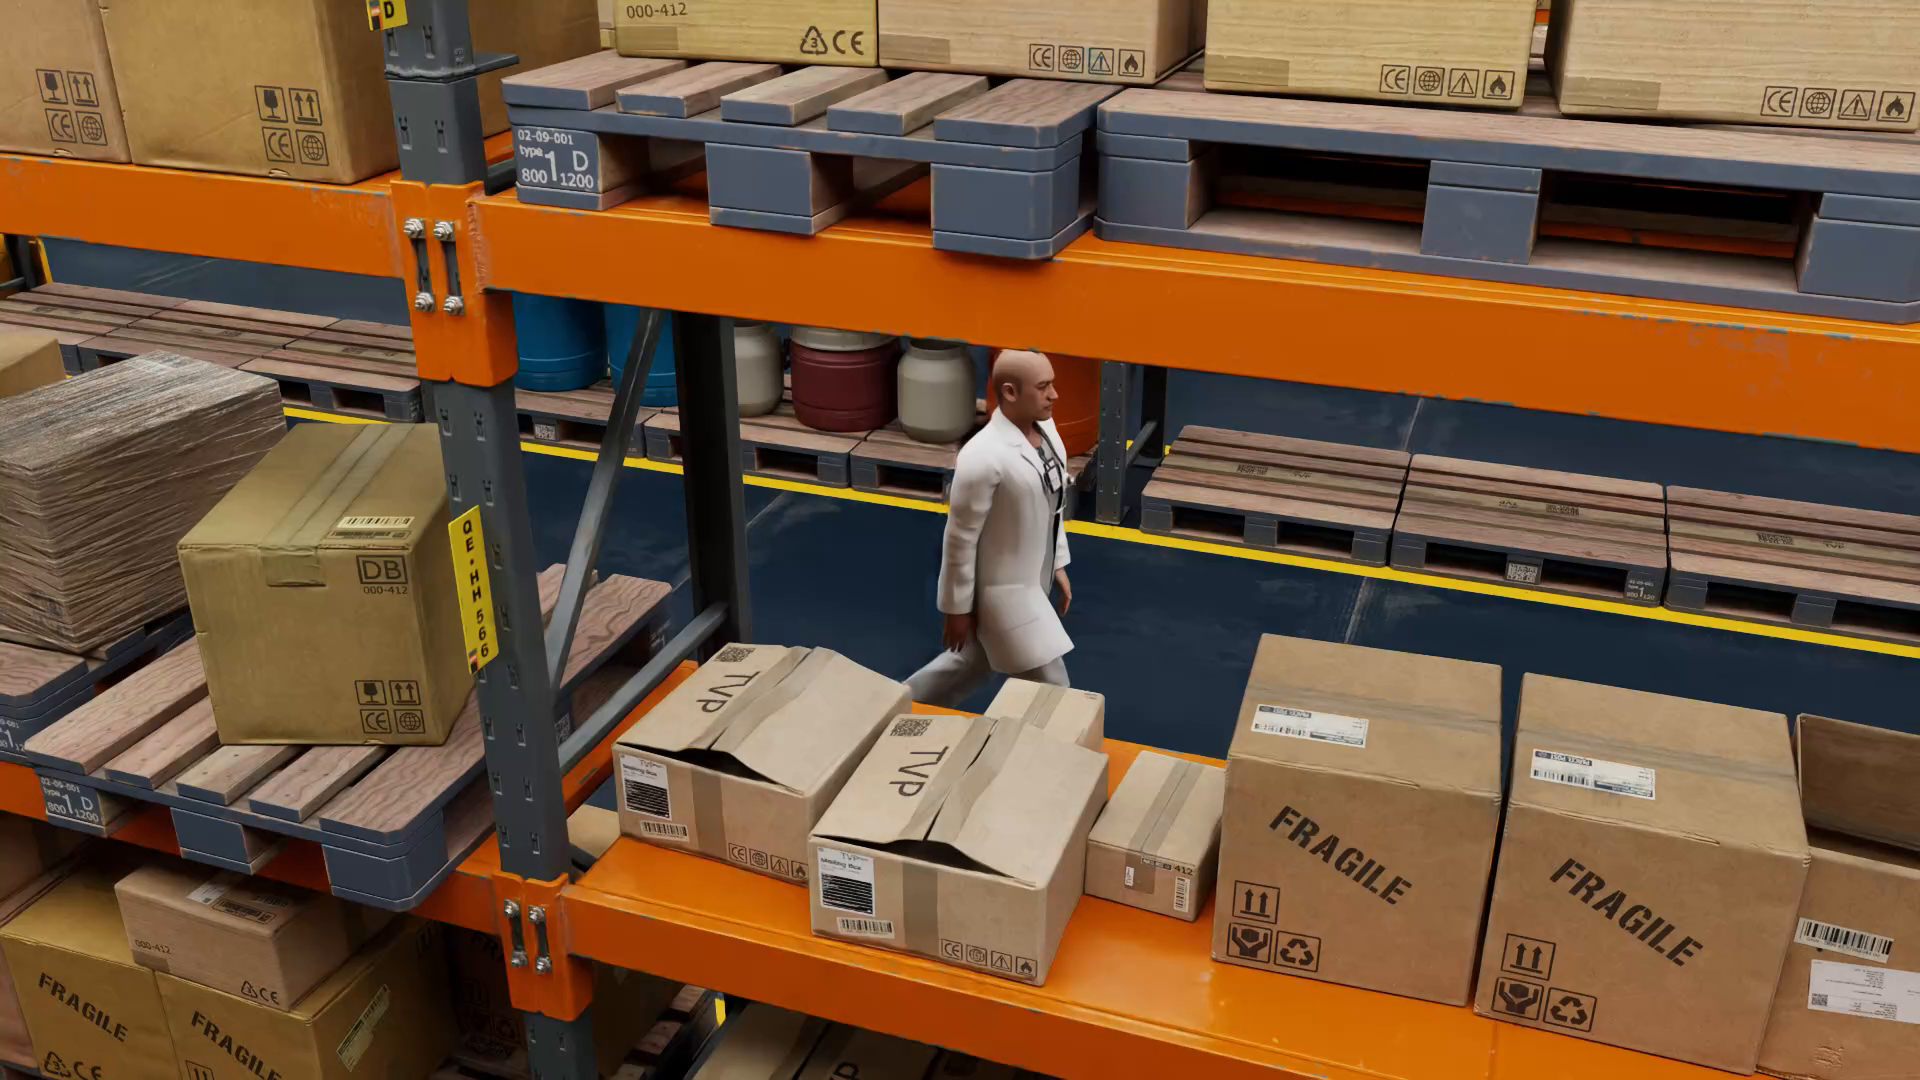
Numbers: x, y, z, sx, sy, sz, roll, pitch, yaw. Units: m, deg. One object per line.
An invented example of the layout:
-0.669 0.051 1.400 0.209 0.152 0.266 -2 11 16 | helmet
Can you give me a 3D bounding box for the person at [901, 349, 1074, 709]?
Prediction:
0.152 0.149 5.811 1.112 1.736 0.572 10 27 20 | person
